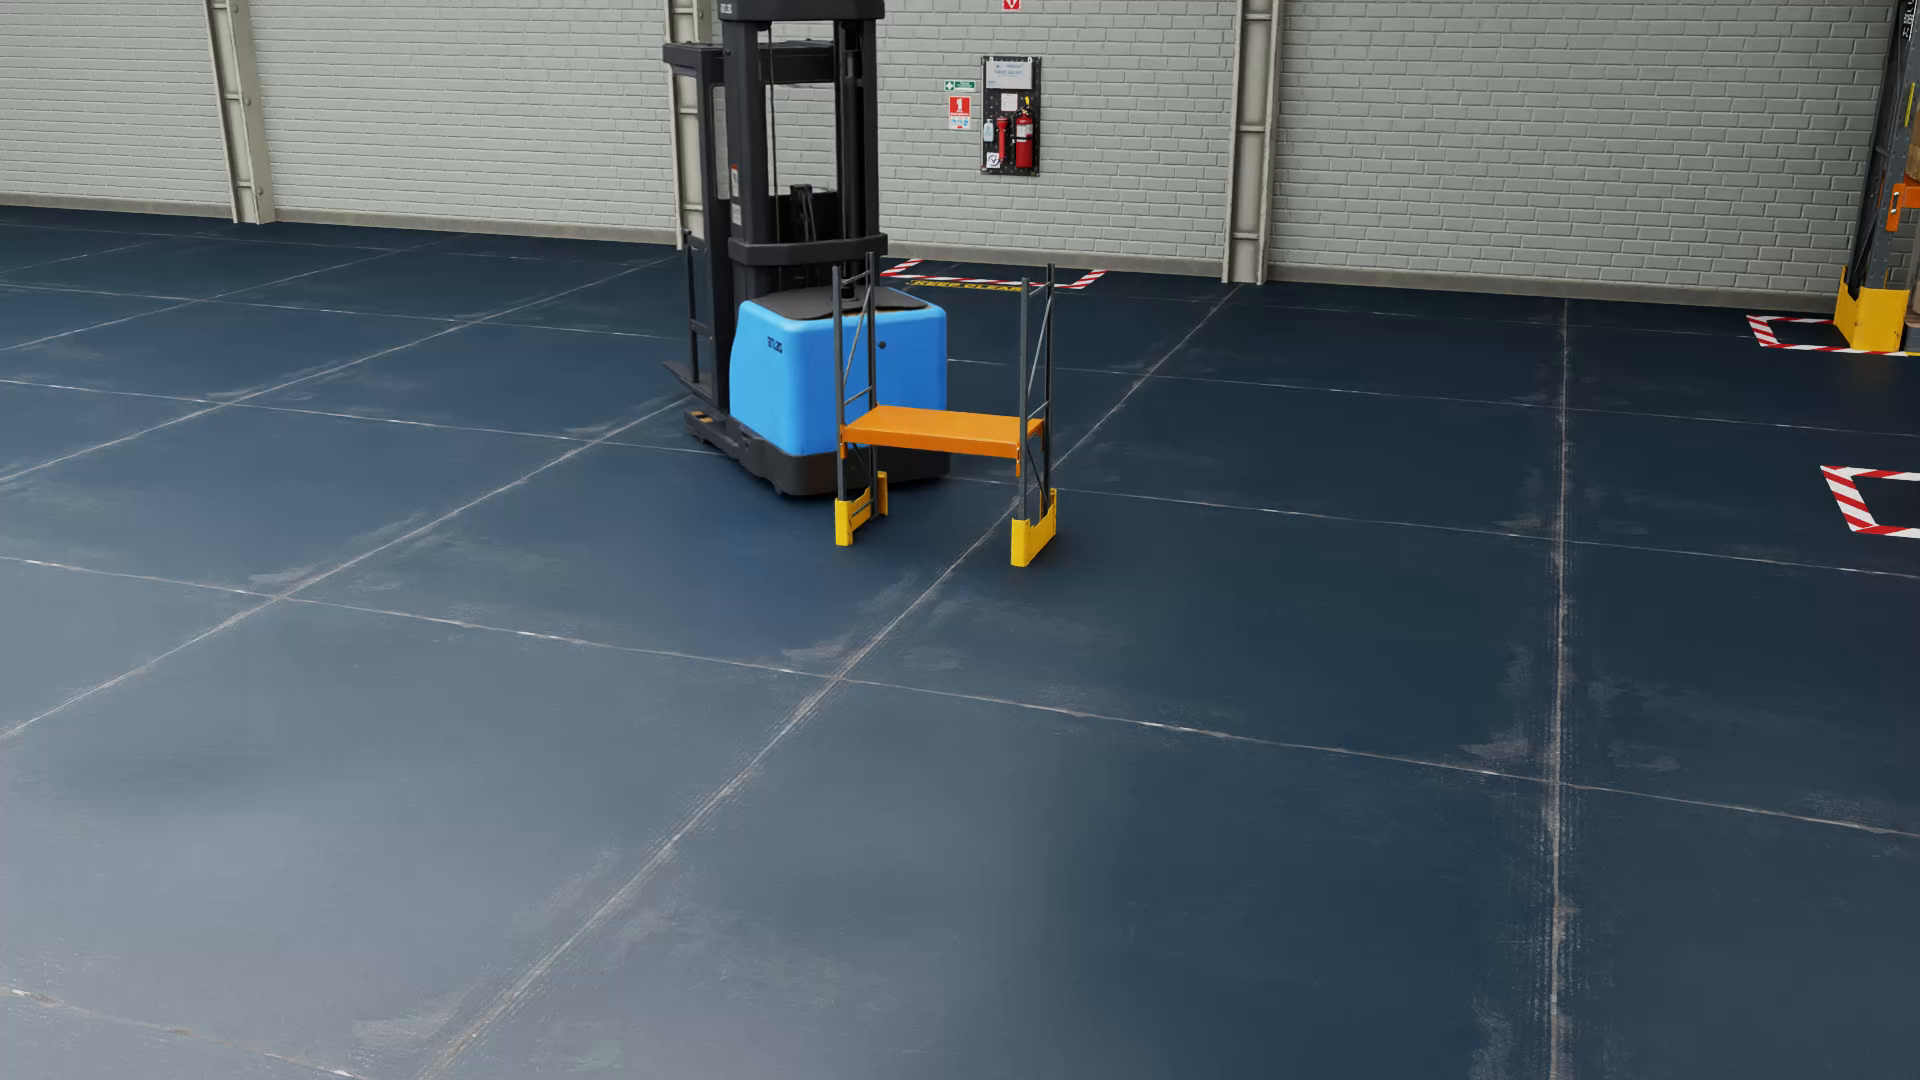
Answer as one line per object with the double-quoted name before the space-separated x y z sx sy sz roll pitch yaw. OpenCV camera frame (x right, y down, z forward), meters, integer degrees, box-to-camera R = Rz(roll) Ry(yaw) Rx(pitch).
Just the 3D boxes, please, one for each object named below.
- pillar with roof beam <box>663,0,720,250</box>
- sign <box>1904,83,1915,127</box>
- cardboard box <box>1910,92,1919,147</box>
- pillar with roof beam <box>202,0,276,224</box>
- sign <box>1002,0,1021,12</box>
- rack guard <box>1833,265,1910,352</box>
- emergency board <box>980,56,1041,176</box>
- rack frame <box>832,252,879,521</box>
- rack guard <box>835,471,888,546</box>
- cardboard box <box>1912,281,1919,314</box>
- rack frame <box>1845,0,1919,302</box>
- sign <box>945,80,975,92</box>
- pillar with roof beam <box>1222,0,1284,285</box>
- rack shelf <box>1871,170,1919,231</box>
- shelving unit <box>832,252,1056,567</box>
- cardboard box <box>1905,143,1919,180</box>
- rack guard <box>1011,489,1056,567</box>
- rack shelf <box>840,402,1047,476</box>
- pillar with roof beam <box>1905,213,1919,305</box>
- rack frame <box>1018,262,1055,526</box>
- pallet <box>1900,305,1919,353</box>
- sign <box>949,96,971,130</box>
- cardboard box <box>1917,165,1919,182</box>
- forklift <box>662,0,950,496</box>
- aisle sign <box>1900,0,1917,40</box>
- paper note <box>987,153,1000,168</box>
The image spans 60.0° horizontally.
"pillar with roof beam" -4.273 -6.116 12.949 0.400 9.000 9.100 7 20 18
"sign" 7.352 -3.372 12.877 0.005 0.325 0.100 7 20 18
"cardboard box" 8.045 -3.440 13.445 0.500 0.500 0.500 6 20 17
"pillar with roof beam" -9.941 -6.764 14.809 0.400 9.000 9.100 7 20 18
"sign" 0.511 -5.379 16.427 0.199 0.298 0.001 7 20 18
"rack guard" 7.602 -1.943 13.892 0.348 0.500 1.175 7 20 18
"emergency board" 0.486 -4.252 16.717 0.643 1.169 0.194 7 20 18
"rack frame" -0.561 -0.772 9.013 0.032 1.500 0.500 7 20 18
"rack guard" -0.542 -0.180 9.213 0.087 0.250 0.587 7 20 18
"cardboard box" 8.154 -1.967 13.579 0.500 0.311 0.500 4 20 12
"rack frame" 7.530 -3.132 13.504 0.127 3.000 1.000 7 20 18
"sign" -0.001 -4.608 16.878 0.331 0.109 0.001 7 20 18
"pillar with roof beam" 1.395 -5.468 11.090 0.400 9.000 9.100 7 20 18
"rack shelf" 9.420 -2.576 13.002 4.000 0.370 1.077 7 20 18
"shelving unit" -0.072 -0.716 8.853 1.083 1.500 0.587 7 20 18
"cardboard box" 8.035 -3.080 13.553 0.500 0.250 0.500 7 20 19
"rack guard" 0.398 -0.072 8.904 0.087 0.250 0.587 7 20 18
"rack shelf" -0.081 -0.548 8.915 1.000 0.185 0.538 7 20 18
"pillar with roof beam" 7.063 -4.819 9.231 0.400 9.000 9.100 7 20 18
"rack frame" 0.400 -0.663 8.698 0.032 1.500 0.500 7 20 18
"pallet" 8.358 -1.708 13.656 1.213 0.211 1.003 7 20 18
"sign" -0.003 -4.361 16.975 0.234 0.329 0.001 7 20 18
"cardboard box" 7.887 -2.919 13.091 0.500 0.250 0.500 6 20 16
"forklift" -1.183 -2.080 10.590 1.130 2.935 3.031 -10 21 -25
"aisle sign" 7.364 -4.274 12.830 0.004 0.787 0.394 7 20 18
"paper note" 0.341 -3.877 16.979 0.142 0.148 0.016 7 20 18
